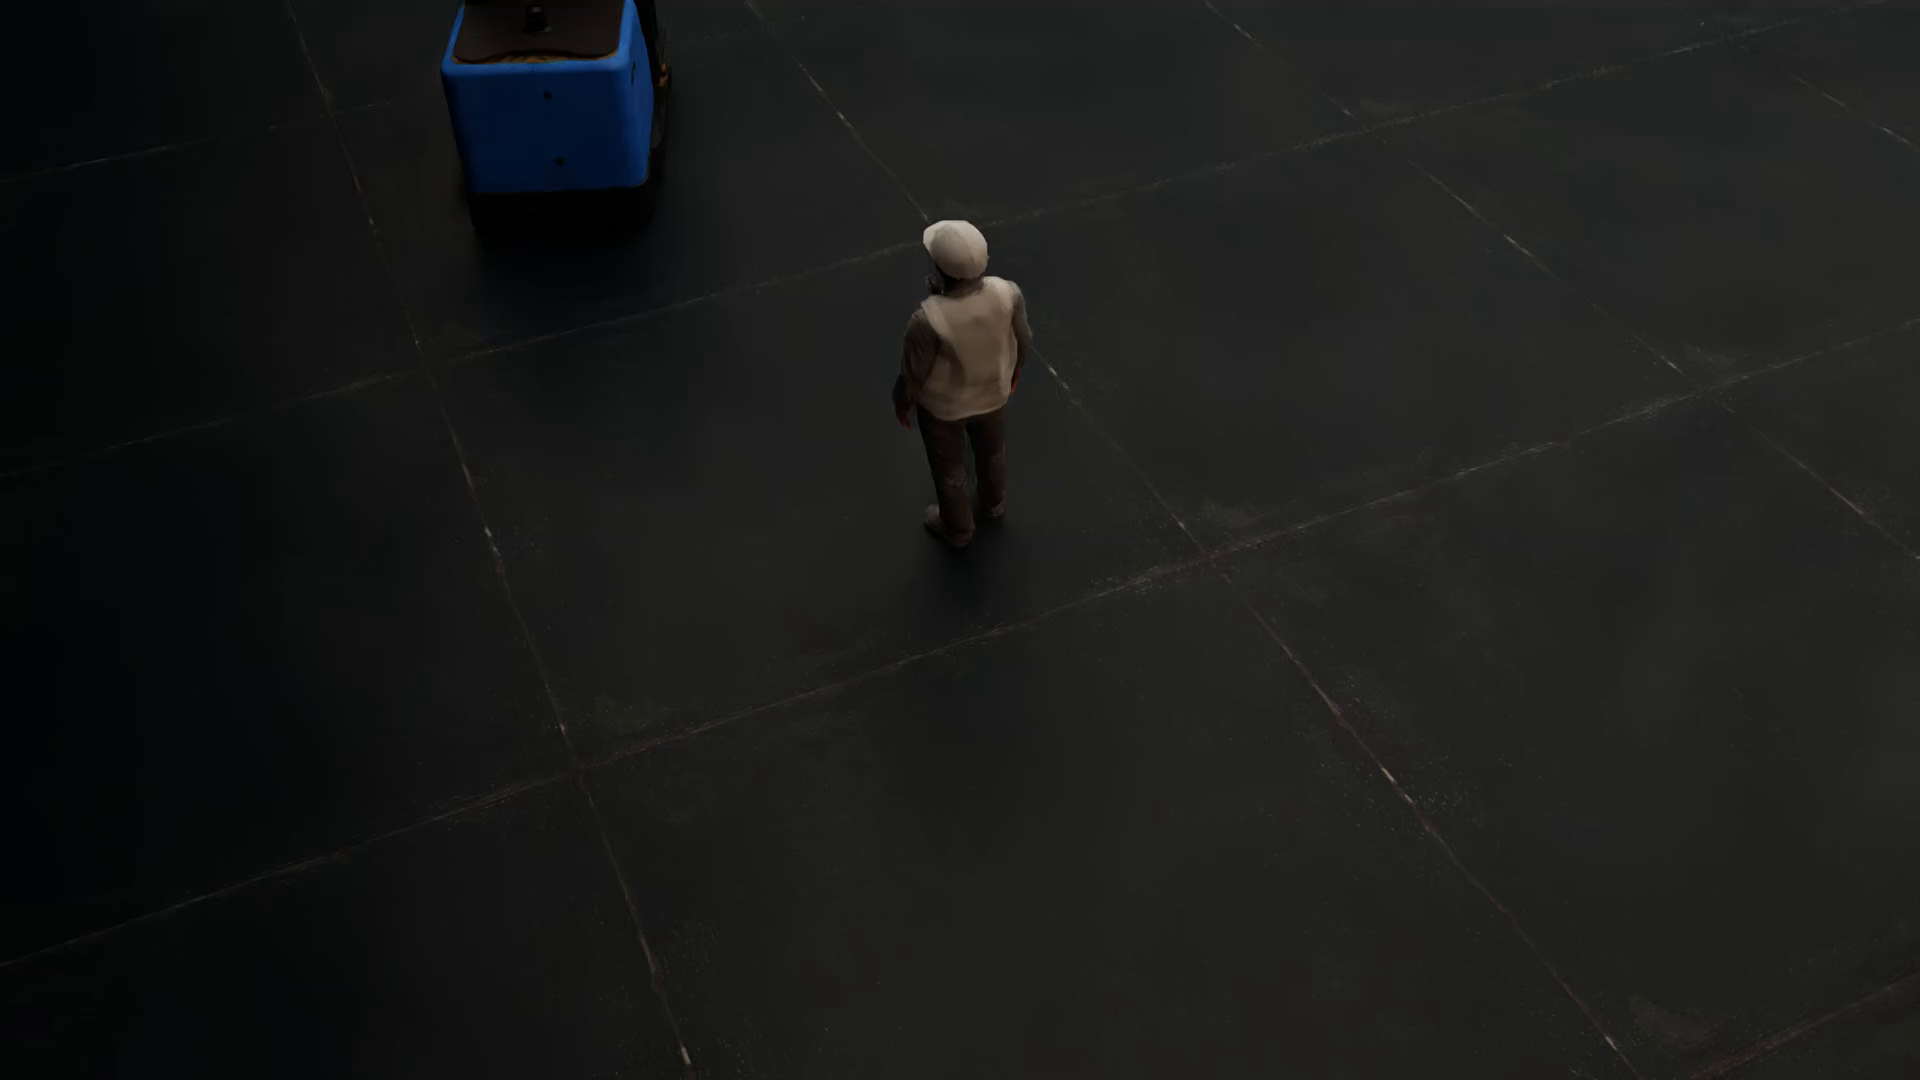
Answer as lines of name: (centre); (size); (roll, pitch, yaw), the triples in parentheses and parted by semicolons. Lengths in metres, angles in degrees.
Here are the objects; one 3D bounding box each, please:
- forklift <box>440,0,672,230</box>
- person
forklift: (-2.446, -3.869, 9.826); (1.130, 2.935, 3.031); (-3, 43, -4)
person: (-0.019, -0.695, 7.262); (0.632, 1.773, 0.567); (-18, 46, -18)
